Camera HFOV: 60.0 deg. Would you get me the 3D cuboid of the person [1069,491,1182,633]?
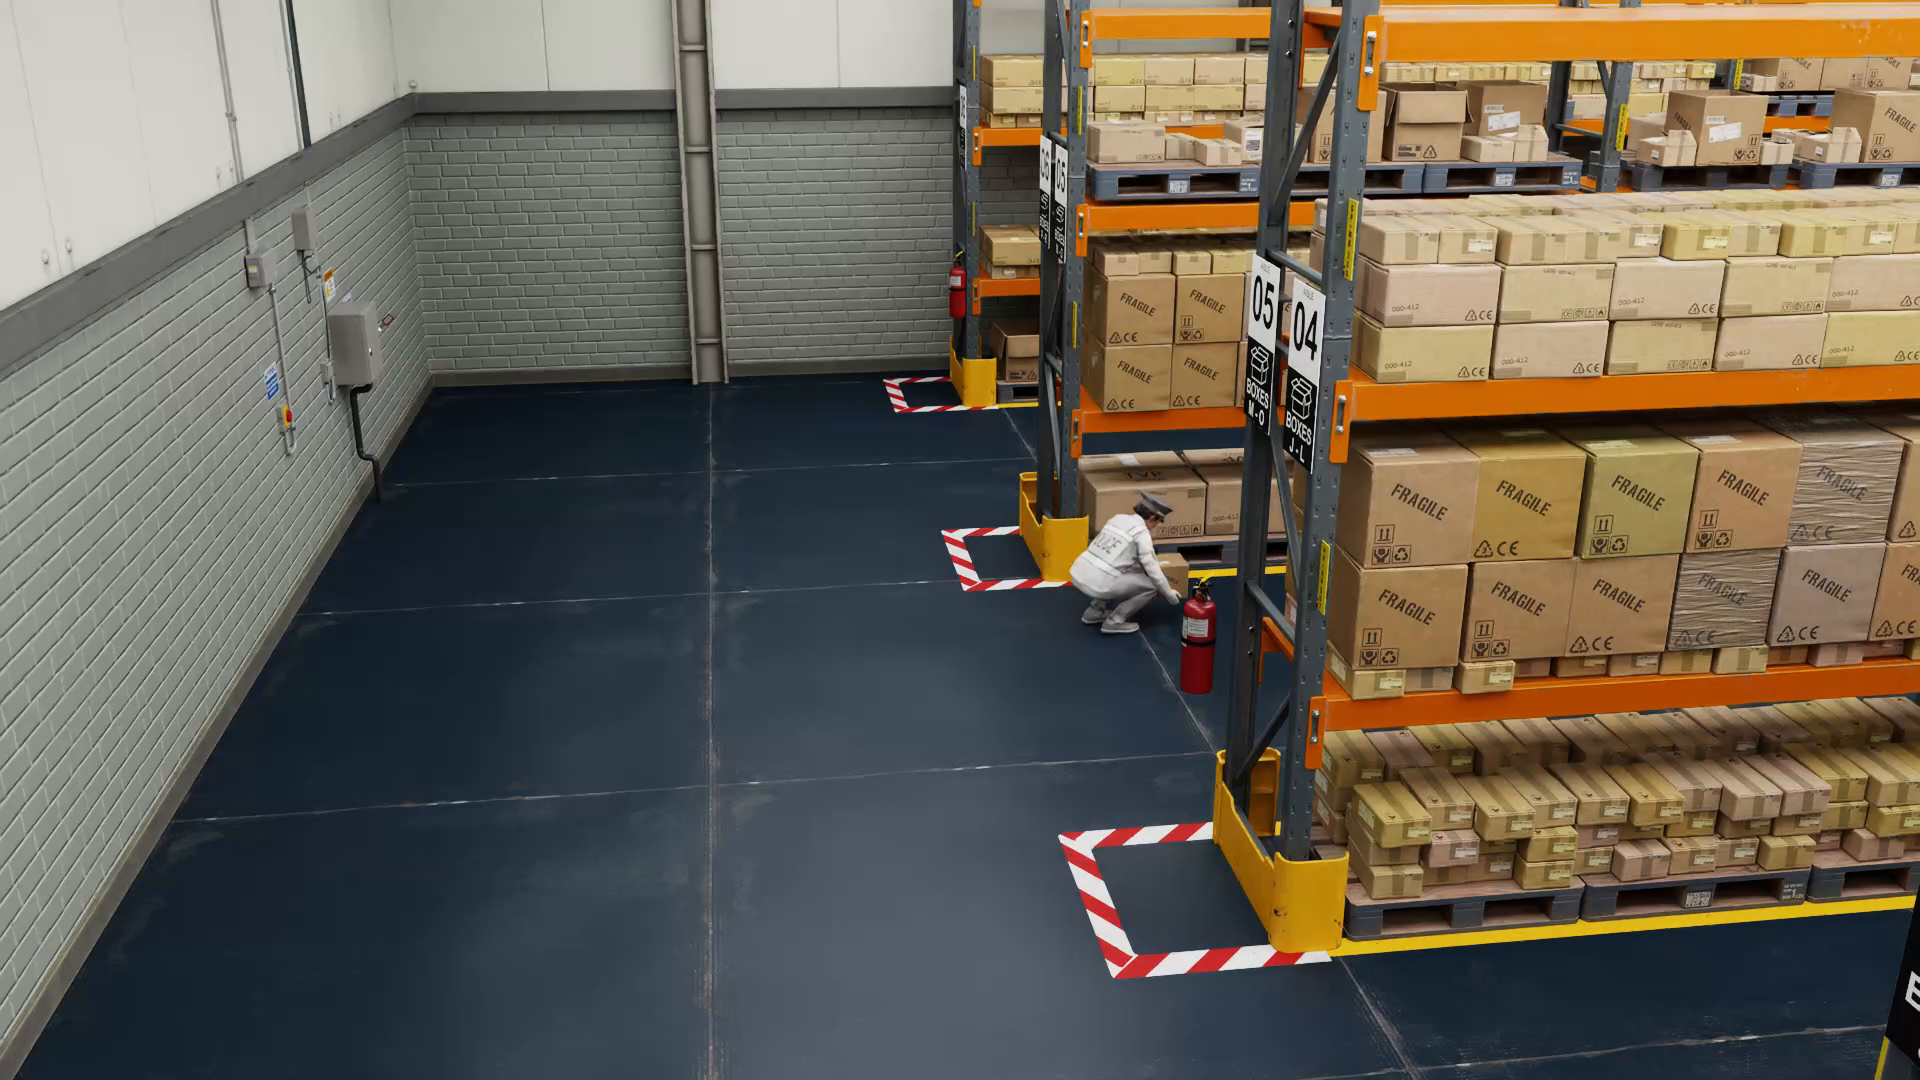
[{"bbox_3d":[1.184,0.163,11.677,0.837,0.959,0.515,-8,21,-20],"label":"person"}]
